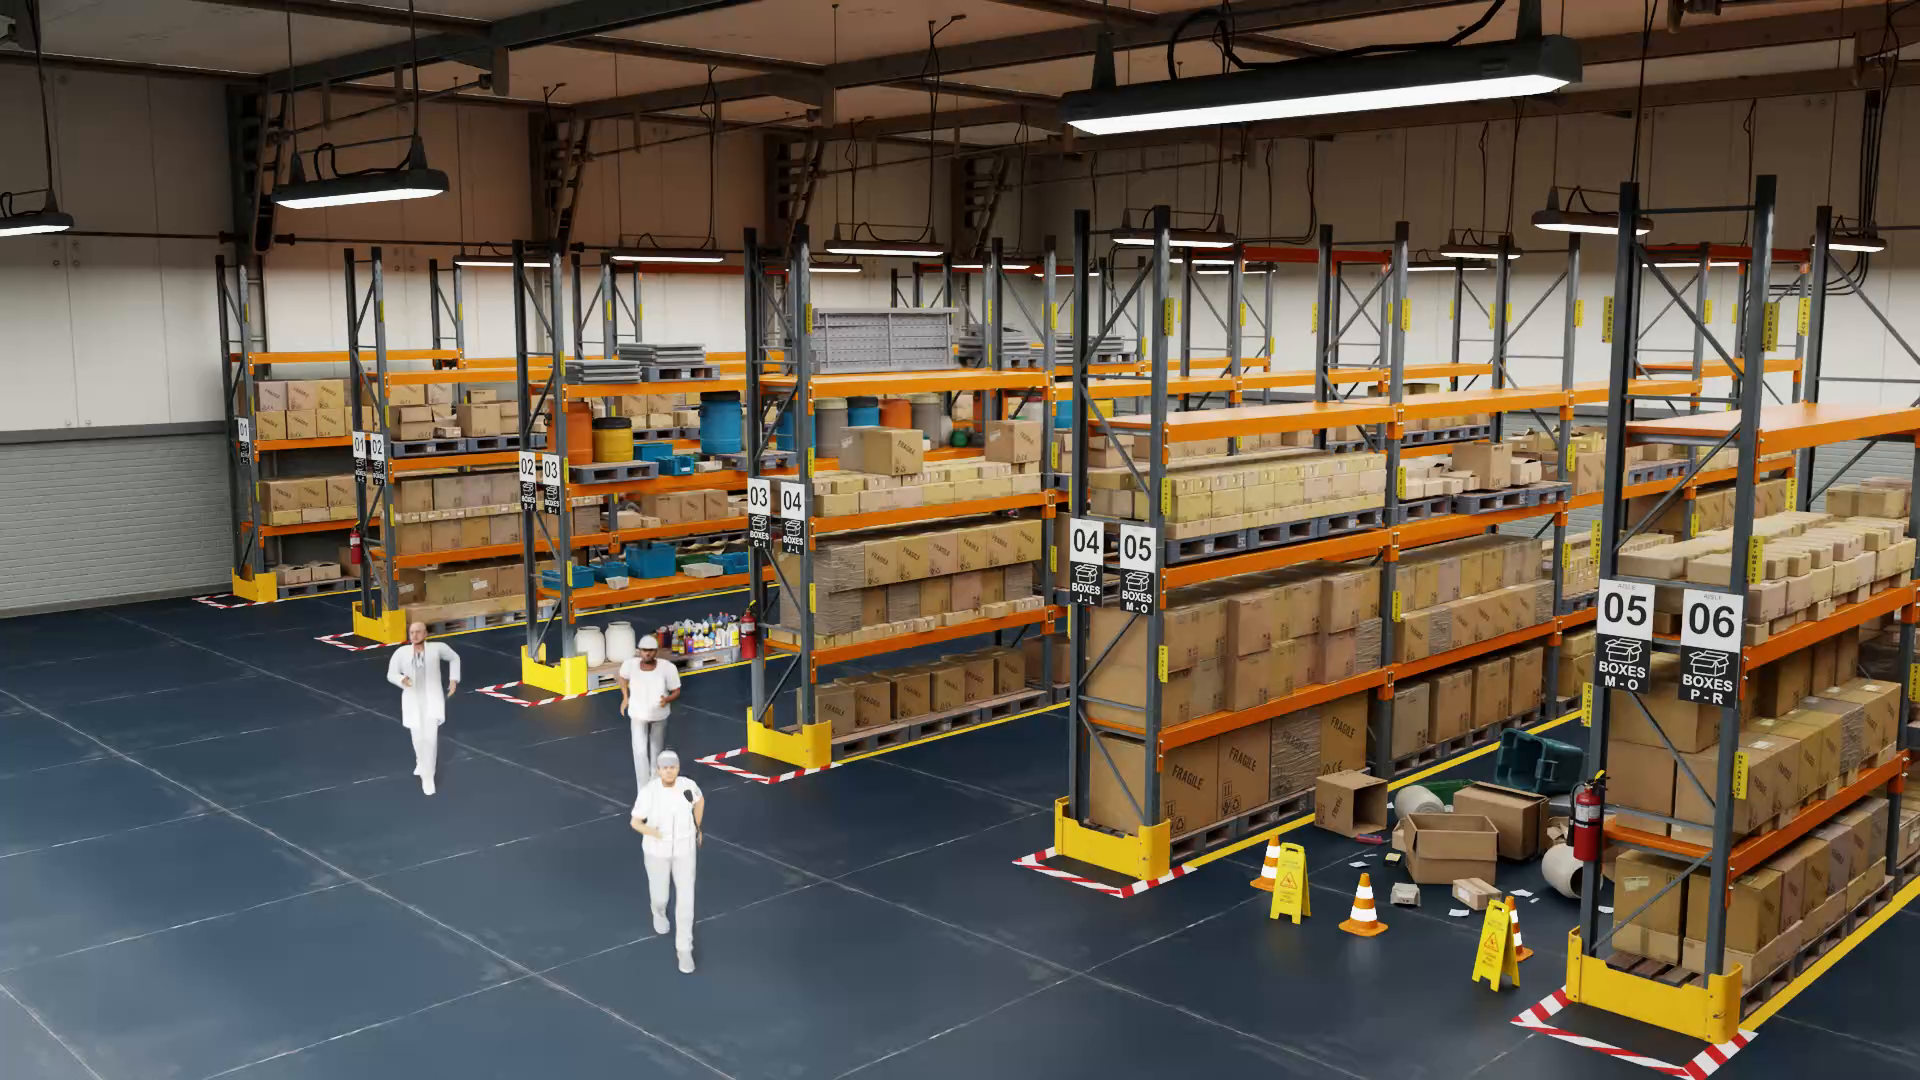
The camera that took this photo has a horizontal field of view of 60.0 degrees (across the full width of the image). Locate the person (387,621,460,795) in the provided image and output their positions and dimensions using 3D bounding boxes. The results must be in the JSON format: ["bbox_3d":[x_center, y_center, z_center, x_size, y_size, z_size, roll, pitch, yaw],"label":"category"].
[{"bbox_3d":[-5.775,1.779,17.938,0.726,1.823,0.875,-1,8,-8],"label":"person"}]

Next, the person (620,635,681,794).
[{"bbox_3d":[-3.225,1.855,17.354,0.617,1.802,0.915,-2,8,-12],"label":"person"}]

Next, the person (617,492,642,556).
[{"bbox_3d":[-6.414,-0.140,31.539,0.658,1.689,0.971,6,10,35],"label":"person"}]

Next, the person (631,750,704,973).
[{"bbox_3d":[-2.295,2.483,13.181,0.606,1.657,0.924,-2,8,-17],"label":"person"}]
